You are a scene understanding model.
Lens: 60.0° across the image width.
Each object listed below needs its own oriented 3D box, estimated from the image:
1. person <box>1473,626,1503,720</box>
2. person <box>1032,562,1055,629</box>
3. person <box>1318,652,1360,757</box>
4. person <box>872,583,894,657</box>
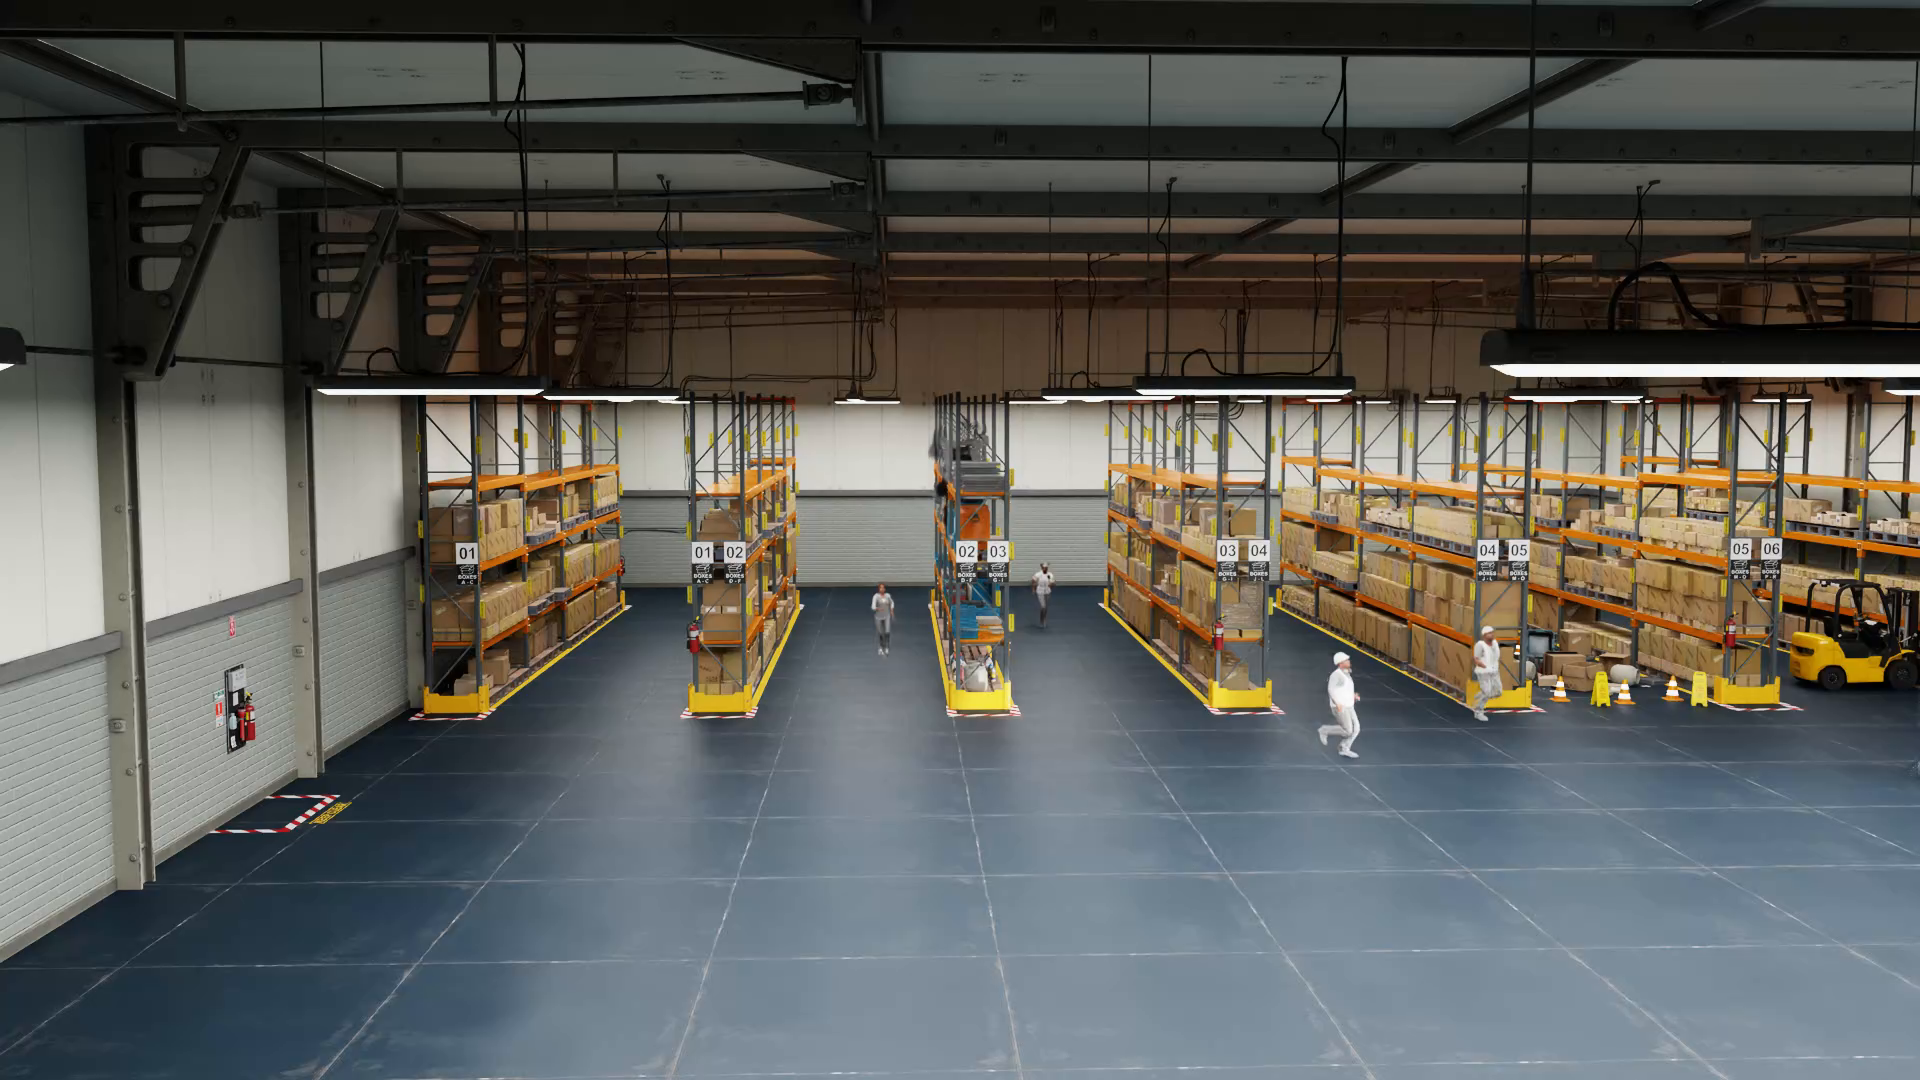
[{"bbox_3d":[9.654,2.428,30.397,0.711,1.740,0.663,-3,5,-32],"label":"person"},{"bbox_3d":[2.177,1.431,43.160,0.537,1.746,0.827,-1,5,-15],"label":"person"},{"bbox_3d":[6.230,2.689,27.258,0.627,1.708,0.662,3,5,32],"label":"person"},{"bbox_3d":[-1.669,1.744,36.192,0.510,1.623,0.639,-1,5,-8],"label":"person"}]
